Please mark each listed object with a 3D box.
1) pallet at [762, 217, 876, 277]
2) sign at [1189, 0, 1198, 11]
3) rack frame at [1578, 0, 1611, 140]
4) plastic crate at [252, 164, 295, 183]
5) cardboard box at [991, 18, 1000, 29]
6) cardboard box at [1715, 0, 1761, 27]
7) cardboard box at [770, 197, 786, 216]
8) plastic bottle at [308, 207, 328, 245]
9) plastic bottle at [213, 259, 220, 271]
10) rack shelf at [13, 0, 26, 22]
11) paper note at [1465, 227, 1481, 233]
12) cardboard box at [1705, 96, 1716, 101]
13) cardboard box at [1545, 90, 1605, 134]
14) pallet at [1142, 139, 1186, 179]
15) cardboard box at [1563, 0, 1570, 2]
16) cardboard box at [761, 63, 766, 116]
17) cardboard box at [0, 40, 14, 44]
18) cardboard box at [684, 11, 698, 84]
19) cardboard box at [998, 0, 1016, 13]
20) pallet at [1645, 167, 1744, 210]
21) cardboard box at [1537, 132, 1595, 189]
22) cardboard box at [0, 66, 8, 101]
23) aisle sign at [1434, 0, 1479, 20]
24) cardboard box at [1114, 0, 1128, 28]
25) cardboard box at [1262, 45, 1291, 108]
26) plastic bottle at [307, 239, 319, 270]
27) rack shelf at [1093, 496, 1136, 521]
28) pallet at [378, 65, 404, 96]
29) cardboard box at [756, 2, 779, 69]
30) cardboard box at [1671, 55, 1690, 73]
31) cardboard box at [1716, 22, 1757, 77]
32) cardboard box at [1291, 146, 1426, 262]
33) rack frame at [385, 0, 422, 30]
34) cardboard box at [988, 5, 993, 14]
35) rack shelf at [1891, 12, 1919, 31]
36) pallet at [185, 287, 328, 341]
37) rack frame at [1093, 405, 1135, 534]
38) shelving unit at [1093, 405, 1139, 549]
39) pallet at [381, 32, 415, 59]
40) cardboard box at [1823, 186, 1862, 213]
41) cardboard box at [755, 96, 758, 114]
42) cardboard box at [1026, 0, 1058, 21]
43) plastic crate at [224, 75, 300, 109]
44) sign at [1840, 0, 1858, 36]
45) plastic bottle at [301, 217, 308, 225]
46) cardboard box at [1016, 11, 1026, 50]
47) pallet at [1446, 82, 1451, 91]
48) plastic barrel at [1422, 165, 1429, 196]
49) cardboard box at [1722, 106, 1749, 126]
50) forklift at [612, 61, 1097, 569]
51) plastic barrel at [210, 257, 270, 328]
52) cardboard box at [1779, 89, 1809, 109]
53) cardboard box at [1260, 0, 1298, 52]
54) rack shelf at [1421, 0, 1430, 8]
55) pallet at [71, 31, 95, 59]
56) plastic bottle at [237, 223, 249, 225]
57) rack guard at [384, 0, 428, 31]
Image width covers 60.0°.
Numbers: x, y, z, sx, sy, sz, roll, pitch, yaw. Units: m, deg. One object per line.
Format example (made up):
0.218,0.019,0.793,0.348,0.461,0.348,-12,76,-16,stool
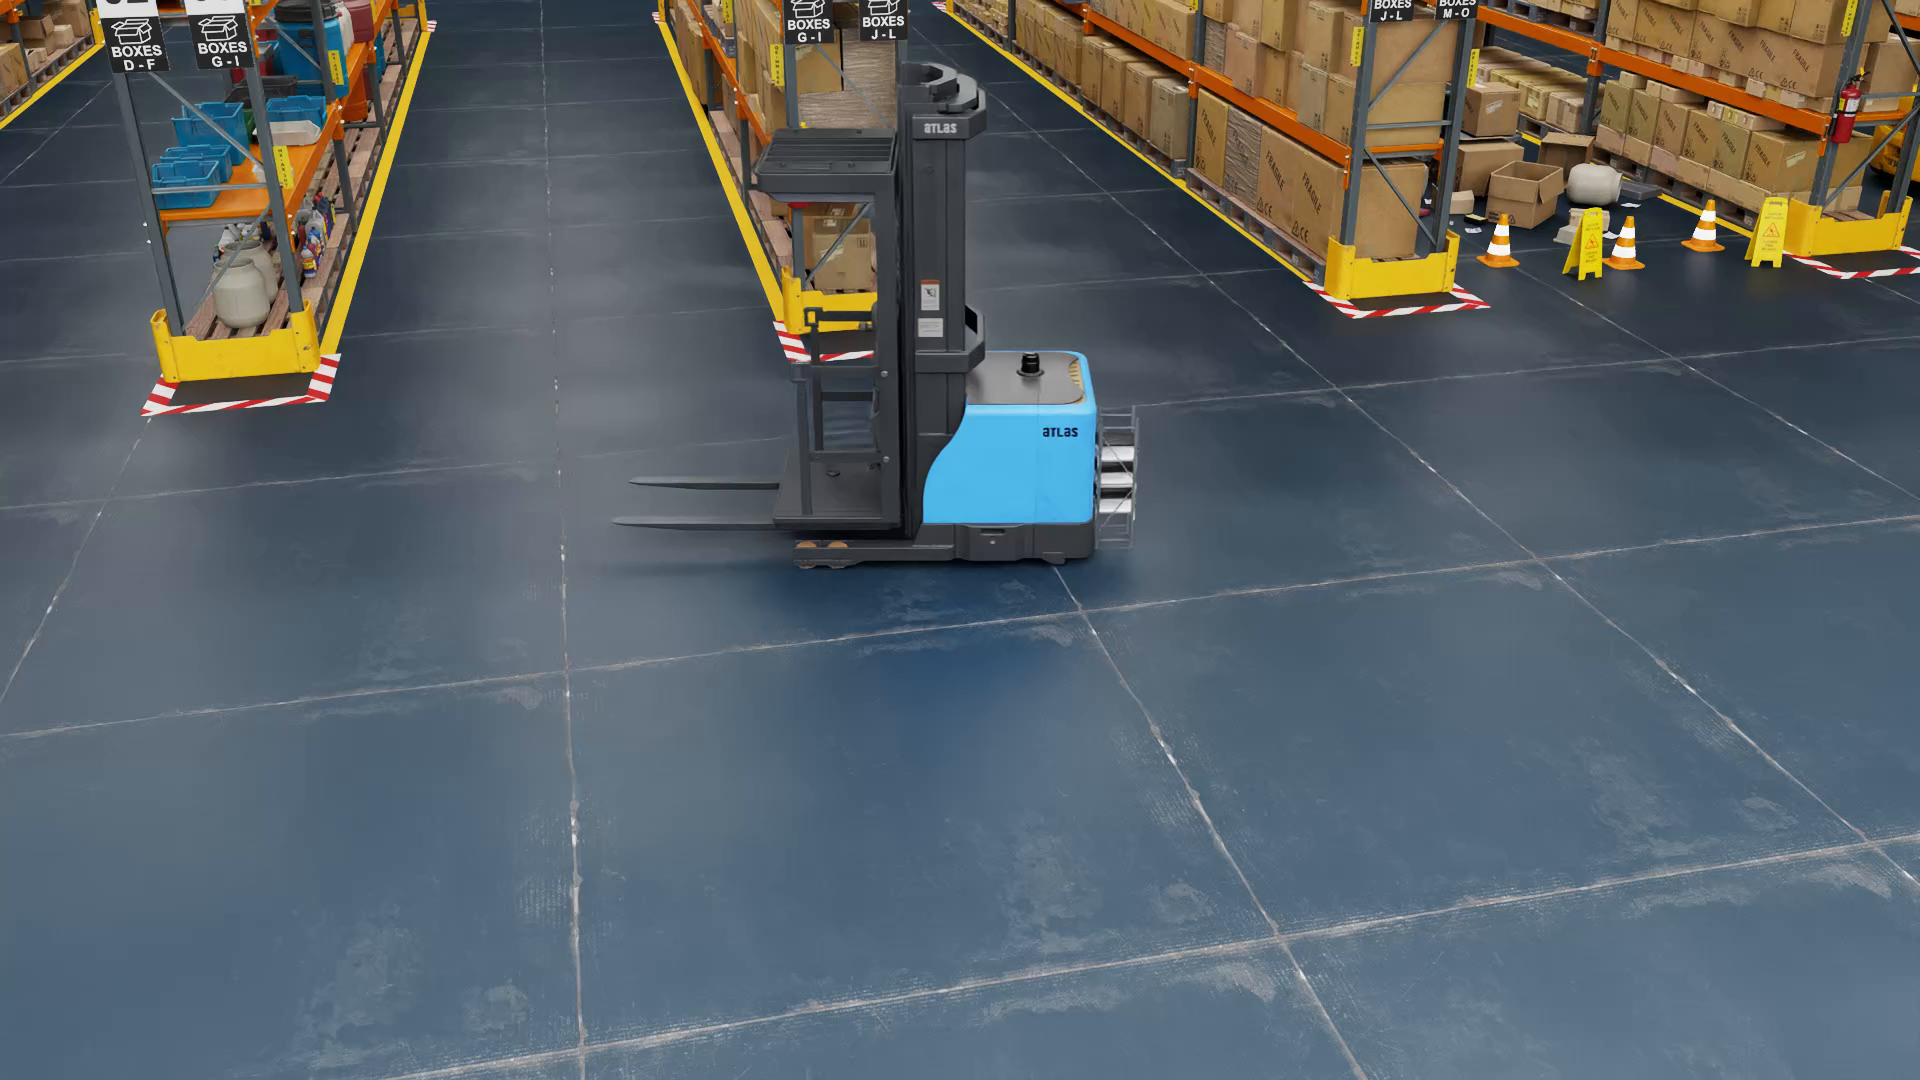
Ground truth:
-1.355,-2.877,16.216,1.003,0.211,1.213,-6,27,-12,pallet
2.509,-5.831,17.777,0.100,0.325,0.005,-6,27,-12,sign
7.836,-5.956,19.221,1.000,3.000,0.127,-6,27,-12,rack frame
-5.632,-2.999,13.654,0.298,0.136,0.250,-6,27,-12,plastic crate
0.713,-8.205,26.376,0.380,0.149,0.250,-7,28,-13,cardboard box
8.087,-5.462,16.692,0.700,0.500,0.500,-6,27,-12,cardboard box
-1.632,-3.591,16.844,0.500,0.500,0.500,2,27,5,cardboard box
-6.103,-2.981,15.779,0.144,0.351,0.185,-6,27,-12,plastic bottle
-6.584,-2.400,14.793,0.097,0.201,0.097,0,27,0,plastic bottle
-13.725,-8.014,24.097,1.077,0.370,4.000,-6,27,-12,rack shelf
5.247,-3.169,16.997,0.144,0.017,0.142,3,27,6,paper note
8.463,-4.571,18.231,0.500,0.500,0.500,-5,27,-9,cardboard box
7.715,-5.200,20.174,0.950,0.372,0.625,-6,27,-11,cardboard box
2.788,-4.495,19.422,1.003,0.211,1.213,-6,27,-12,pallet
7.395,-6.718,19.824,0.500,0.500,0.500,-6,27,-11,cardboard box
-1.315,-4.047,14.997,0.875,0.500,0.500,-6,27,-12,cardboard box
-13.848,-7.004,23.793,0.500,0.311,0.500,-6,27,-12,cardboard box
-3.049,-6.642,22.472,1.225,0.875,0.875,-6,27,-11,cardboard box
0.803,-8.339,25.981,0.380,0.149,0.250,-6,27,-11,cardboard box
8.300,-3.883,18.209,1.003,0.211,1.213,-6,27,-12,pallet
6.751,-4.233,18.578,0.500,0.500,0.500,13,30,24,cardboard box
-12.668,-5.912,21.421,0.500,0.500,0.500,-6,27,-11,cardboard box
4.245,-4.813,14.071,0.394,0.787,0.004,-6,27,-12,aisle sign
2.203,-6.541,20.269,0.500,0.500,0.500,-6,27,-12,cardboard box
3.501,-4.605,16.377,0.875,0.550,0.500,-6,27,-12,cardboard box
-5.882,-2.603,15.105,0.061,0.283,0.133,-5,27,-11,plastic bottle
0.981,-0.204,10.629,0.258,0.077,0.200,-1,27,-1,rack shelf
-8.315,-6.371,23.138,1.003,0.211,1.213,-6,27,-12,pallet
-1.511,-4.472,14.731,0.500,0.500,0.500,-6,27,-12,cardboard box
7.873,-5.110,17.825,0.380,0.149,0.250,-6,27,-11,cardboard box
8.129,-5.028,16.942,0.500,0.500,0.500,-6,27,-12,cardboard box
3.720,-3.183,15.619,0.875,0.875,0.875,-6,27,-11,cardboard box
-9.349,-9.715,26.668,1.000,3.000,0.127,-6,27,-12,rack frame
0.664,-8.538,26.704,0.380,0.149,0.250,-5,27,-10,cardboard box
12.220,-7.019,22.125,1.077,0.370,4.000,-6,27,-12,rack shelf
-5.984,-1.832,14.145,1.003,0.211,1.213,-6,27,-12,pallet
0.979,-0.440,10.623,0.240,0.900,0.006,-1,27,-1,rack frame
0.981,-0.394,10.532,0.258,0.900,0.210,-1,27,-1,shelving unit
-8.930,-7.569,25.512,1.003,0.211,1.213,-6,27,-12,pallet
8.825,-3.542,17.024,0.500,0.250,0.500,-6,27,-12,cardboard box
-1.758,-4.166,15.954,0.380,0.149,0.250,-6,27,-12,cardboard box
1.264,-7.743,24.237,0.500,0.250,0.500,-5,27,-10,cardboard box
-6.651,-4.176,15.764,0.767,0.338,0.504,-6,27,-12,plastic crate
8.192,-4.810,15.316,0.100,0.325,0.005,-6,27,-12,sign
-6.197,-2.929,15.751,0.061,0.283,0.133,-6,27,-12,plastic bottle
1.141,-7.641,24.868,0.500,0.500,0.500,-5,27,-10,cardboard box
7.109,-6.124,22.649,1.003,0.211,1.213,-6,27,-12,pallet
4.786,-3.917,18.040,0.512,0.421,0.421,13,30,24,plastic barrel
8.101,-4.375,17.121,0.380,0.149,0.250,-5,27,-11,cardboard box
-0.678,-1.367,10.206,3.031,2.935,1.130,0,27,0,forklift
-5.966,-2.049,13.775,0.421,0.512,0.421,0,27,0,plastic barrel
8.279,-4.330,16.279,0.380,0.149,0.250,-6,27,-12,cardboard box
3.438,-5.080,16.121,0.875,0.550,0.500,-6,27,-12,cardboard box
6.484,-8.269,24.602,1.077,0.370,4.000,-6,27,-12,rack shelf
-13.978,-7.585,25.544,1.003,0.211,1.213,-6,27,-12,pallet
-6.825,-2.981,15.779,0.144,0.351,0.185,-7,28,-14,plastic bottle
-9.367,-8.608,27.250,1.175,0.500,0.348,-6,27,-12,rack guard
